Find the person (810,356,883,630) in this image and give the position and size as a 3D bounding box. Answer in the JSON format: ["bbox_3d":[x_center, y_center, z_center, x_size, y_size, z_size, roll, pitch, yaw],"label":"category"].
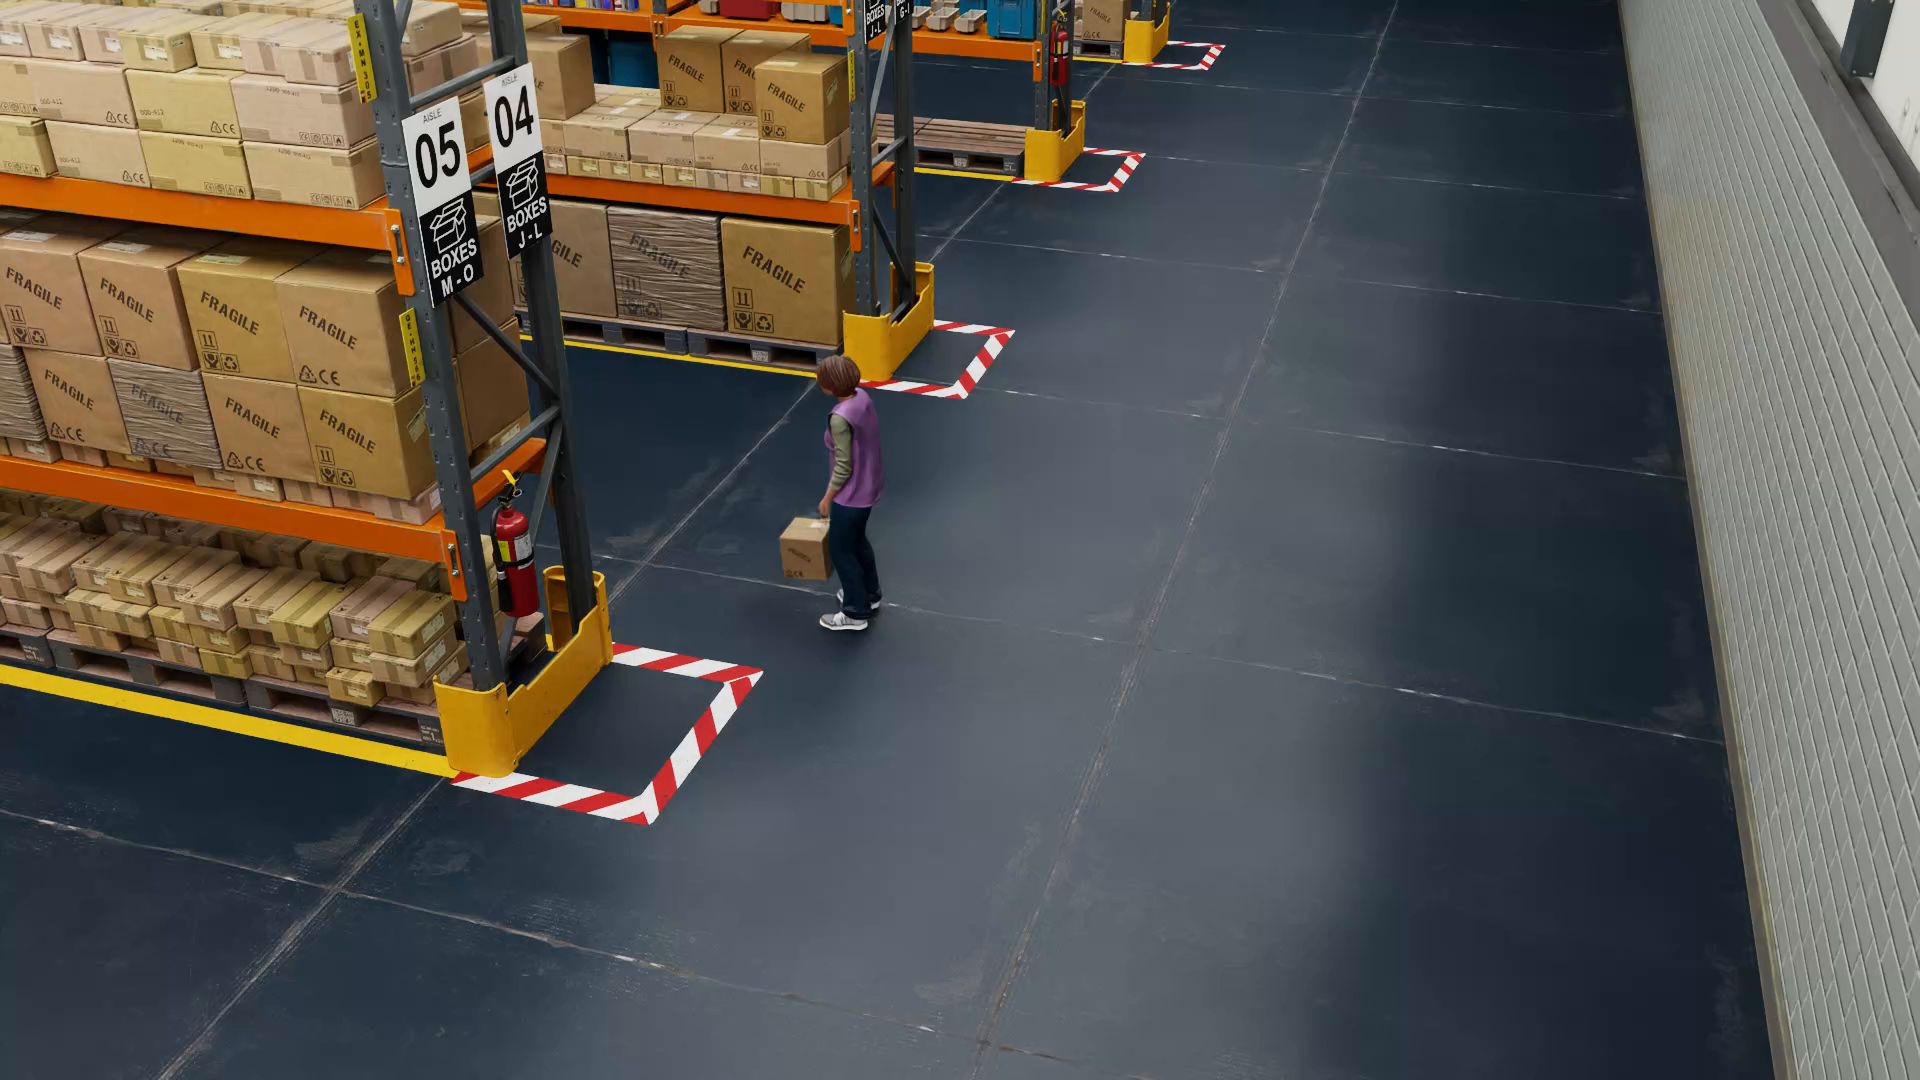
[{"bbox_3d":[-0.598,-0.251,8.946,0.350,1.593,0.472,8,31,14],"label":"person"}]
